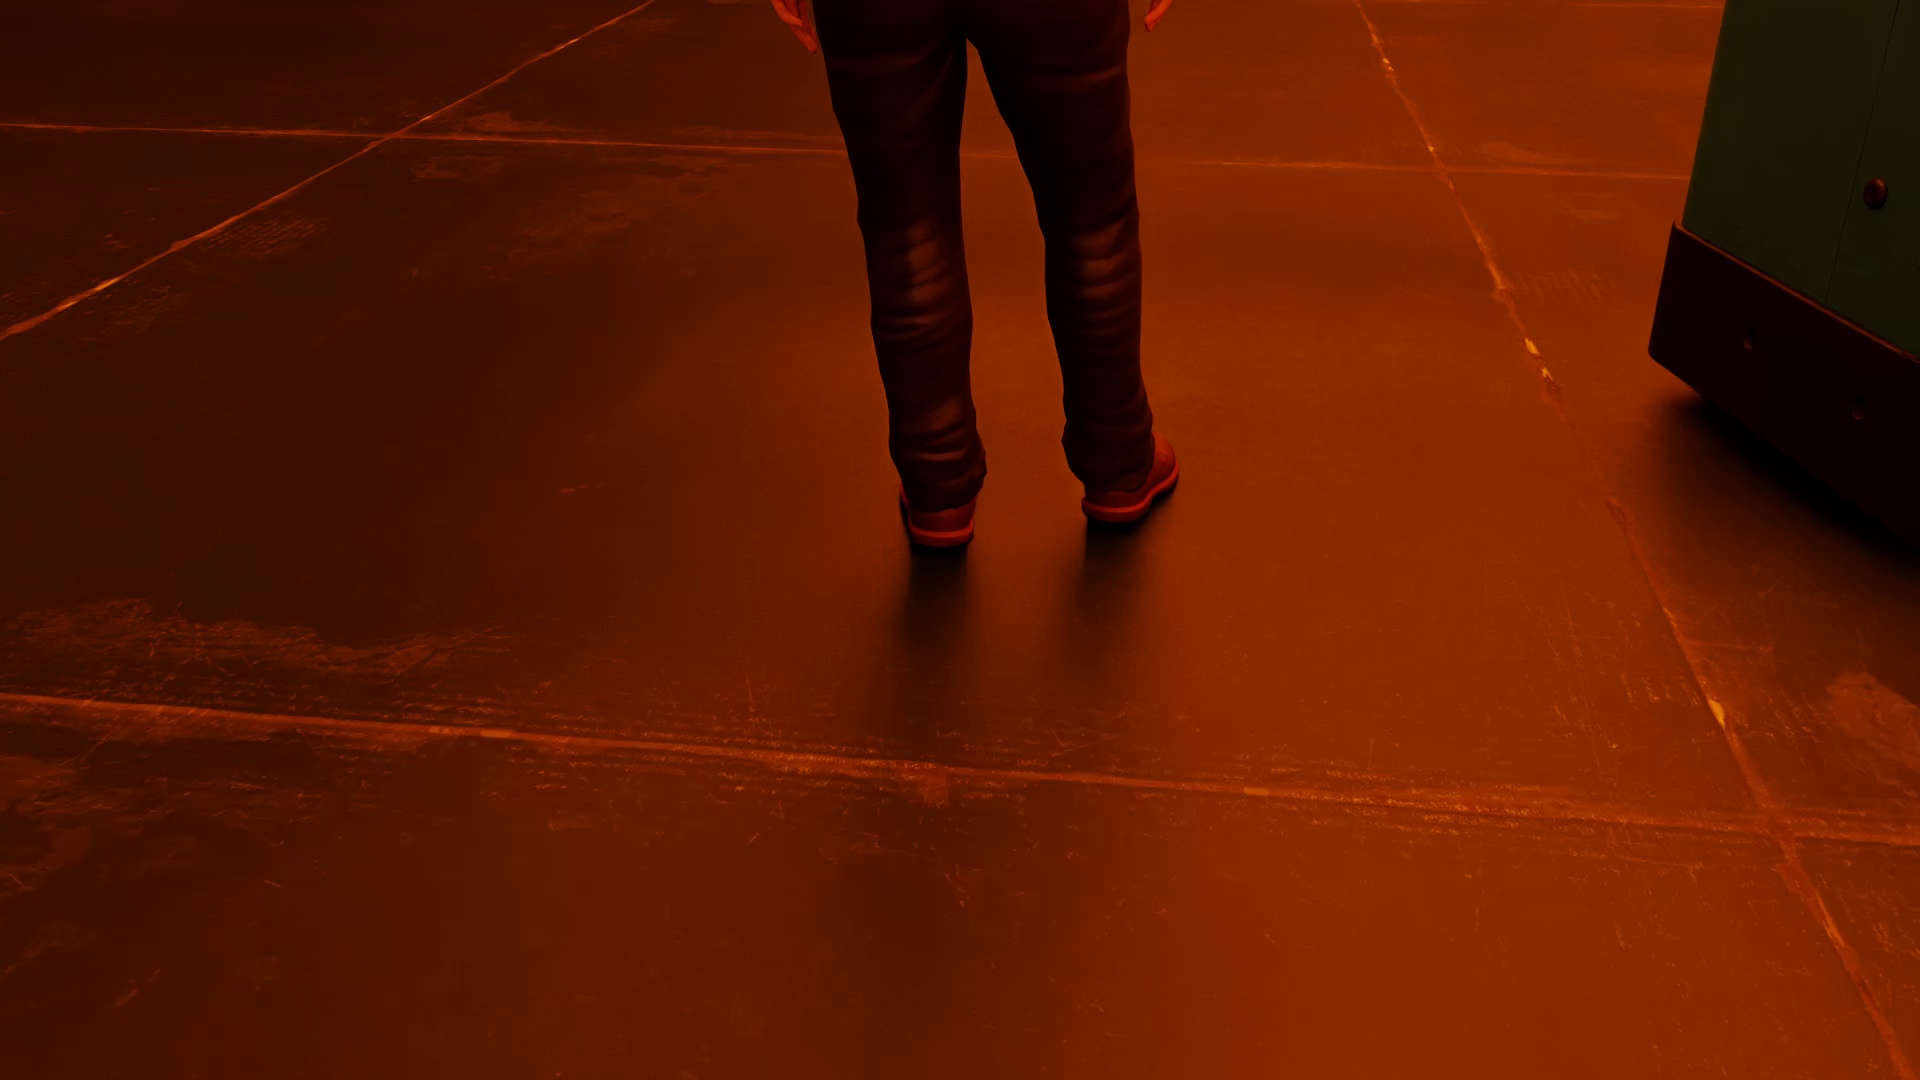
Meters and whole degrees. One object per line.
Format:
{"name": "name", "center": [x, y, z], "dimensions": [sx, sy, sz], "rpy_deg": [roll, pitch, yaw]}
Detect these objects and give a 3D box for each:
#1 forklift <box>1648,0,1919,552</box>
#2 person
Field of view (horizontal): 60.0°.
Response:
{"name": "forklift", "center": [2.797, -1.457, 2.138], "dimensions": [3.031, 2.935, 1.130], "rpy_deg": [-3, 27, -6]}
{"name": "person", "center": [0.035, -0.777, 2.209], "dimensions": [0.598, 1.637, 0.501], "rpy_deg": [3, 27, 7]}
